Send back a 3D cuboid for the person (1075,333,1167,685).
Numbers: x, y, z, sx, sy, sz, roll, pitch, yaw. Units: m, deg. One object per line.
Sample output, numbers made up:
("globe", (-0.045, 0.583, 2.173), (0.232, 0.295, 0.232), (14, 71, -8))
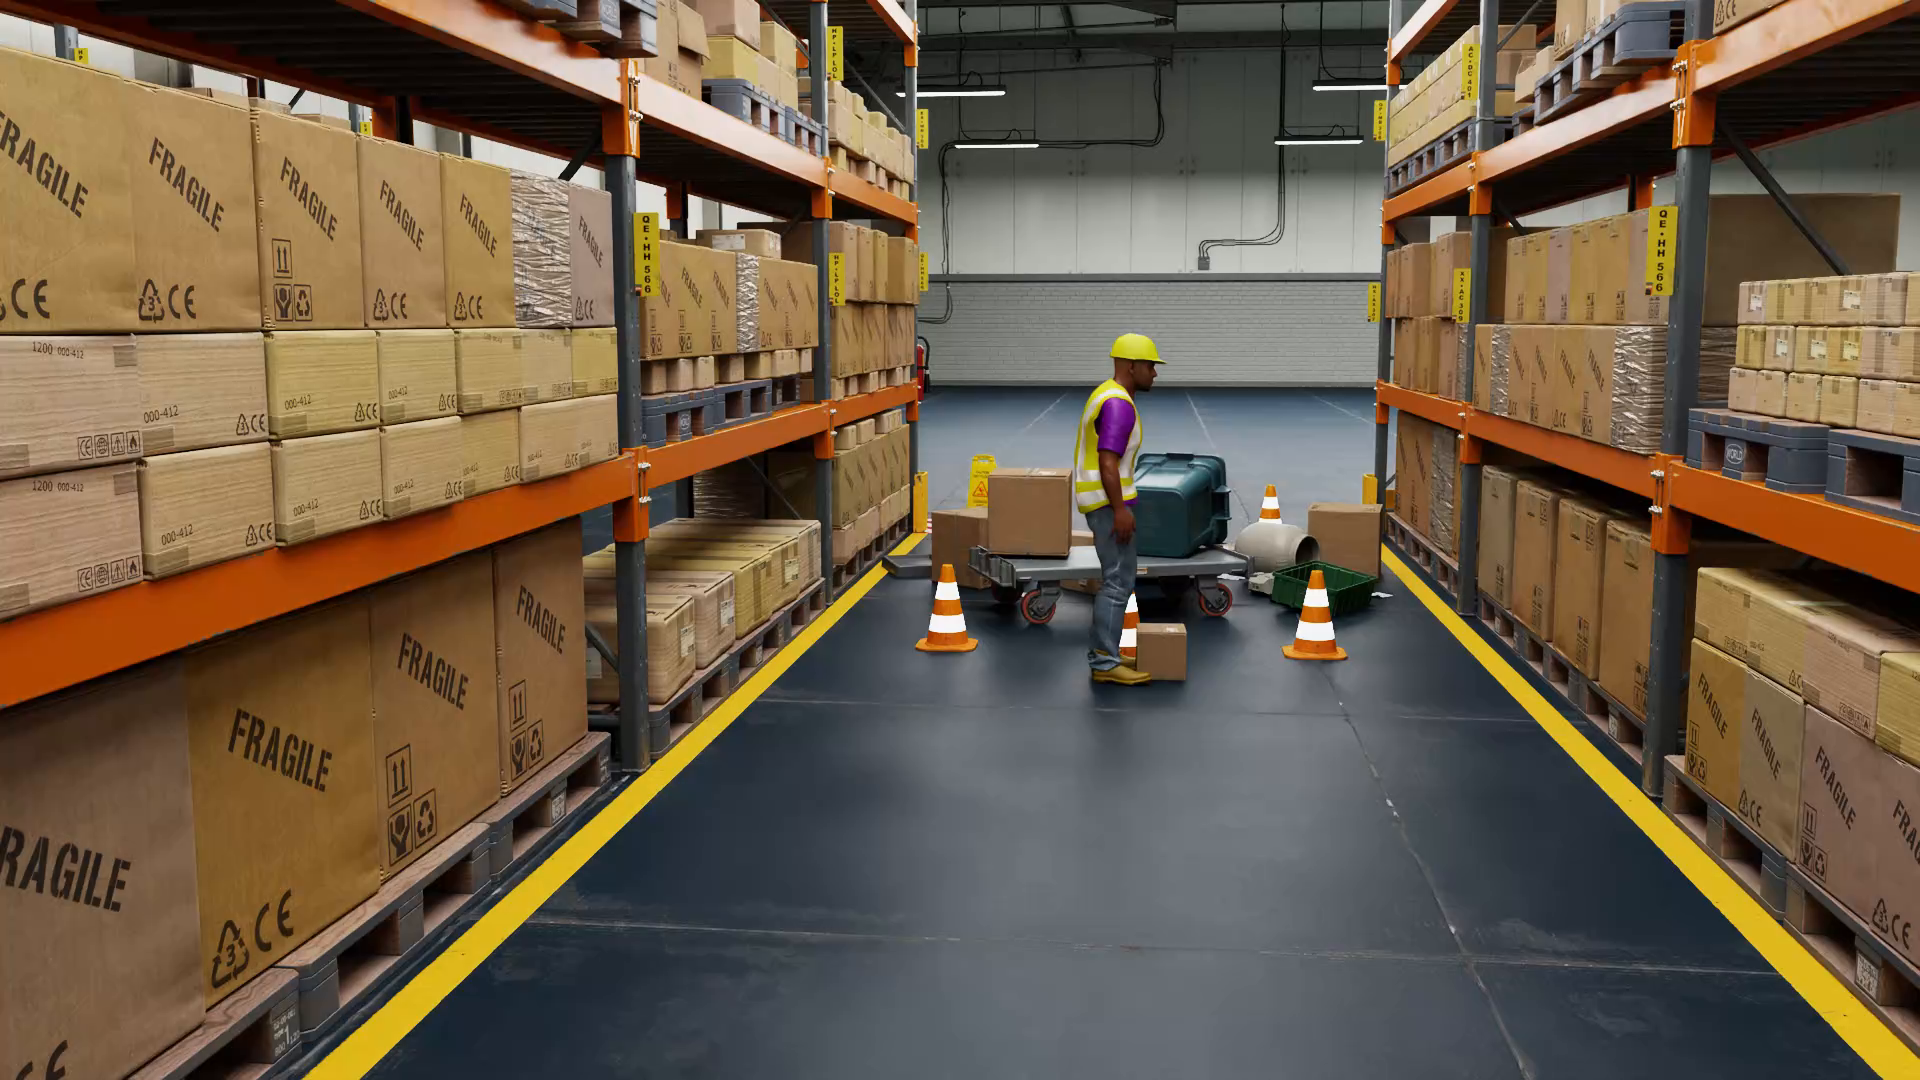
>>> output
("person", (0.817, -0.172, 8.517), (0.462, 1.761, 0.628), (1, 8, 6))
